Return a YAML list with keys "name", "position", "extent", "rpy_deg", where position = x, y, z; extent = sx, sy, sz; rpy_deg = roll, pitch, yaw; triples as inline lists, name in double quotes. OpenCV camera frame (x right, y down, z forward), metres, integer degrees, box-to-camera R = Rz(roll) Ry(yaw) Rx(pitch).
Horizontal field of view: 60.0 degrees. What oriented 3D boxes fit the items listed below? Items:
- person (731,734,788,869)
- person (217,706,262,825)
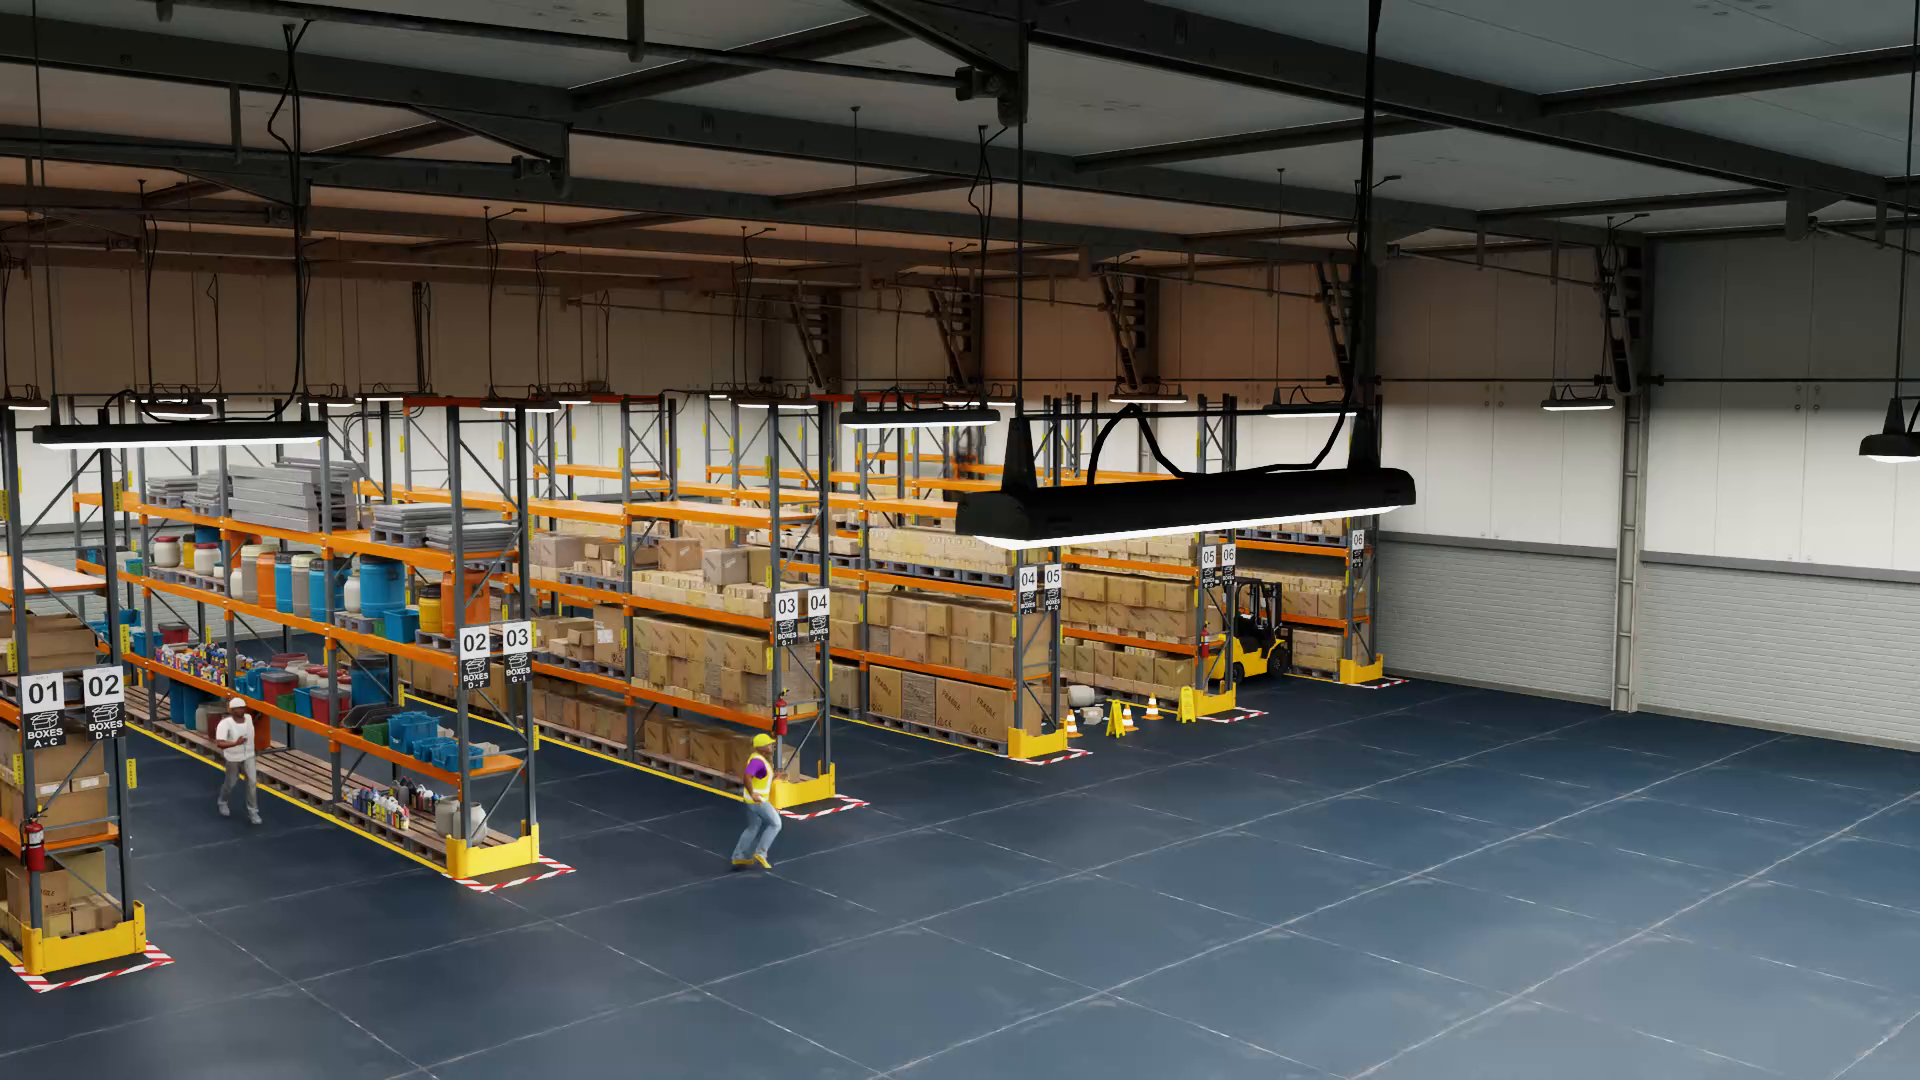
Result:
- name: "person"
  position: [-2.576, 3.395, 21.509]
  extent: [0.779, 1.789, 0.697]
  rpy_deg: [-2, 6, -16]
- name: "person"
  position: [-10.319, 3.145, 23.762]
  extent: [0.950, 1.744, 0.688]
  rpy_deg: [4, 7, 38]
